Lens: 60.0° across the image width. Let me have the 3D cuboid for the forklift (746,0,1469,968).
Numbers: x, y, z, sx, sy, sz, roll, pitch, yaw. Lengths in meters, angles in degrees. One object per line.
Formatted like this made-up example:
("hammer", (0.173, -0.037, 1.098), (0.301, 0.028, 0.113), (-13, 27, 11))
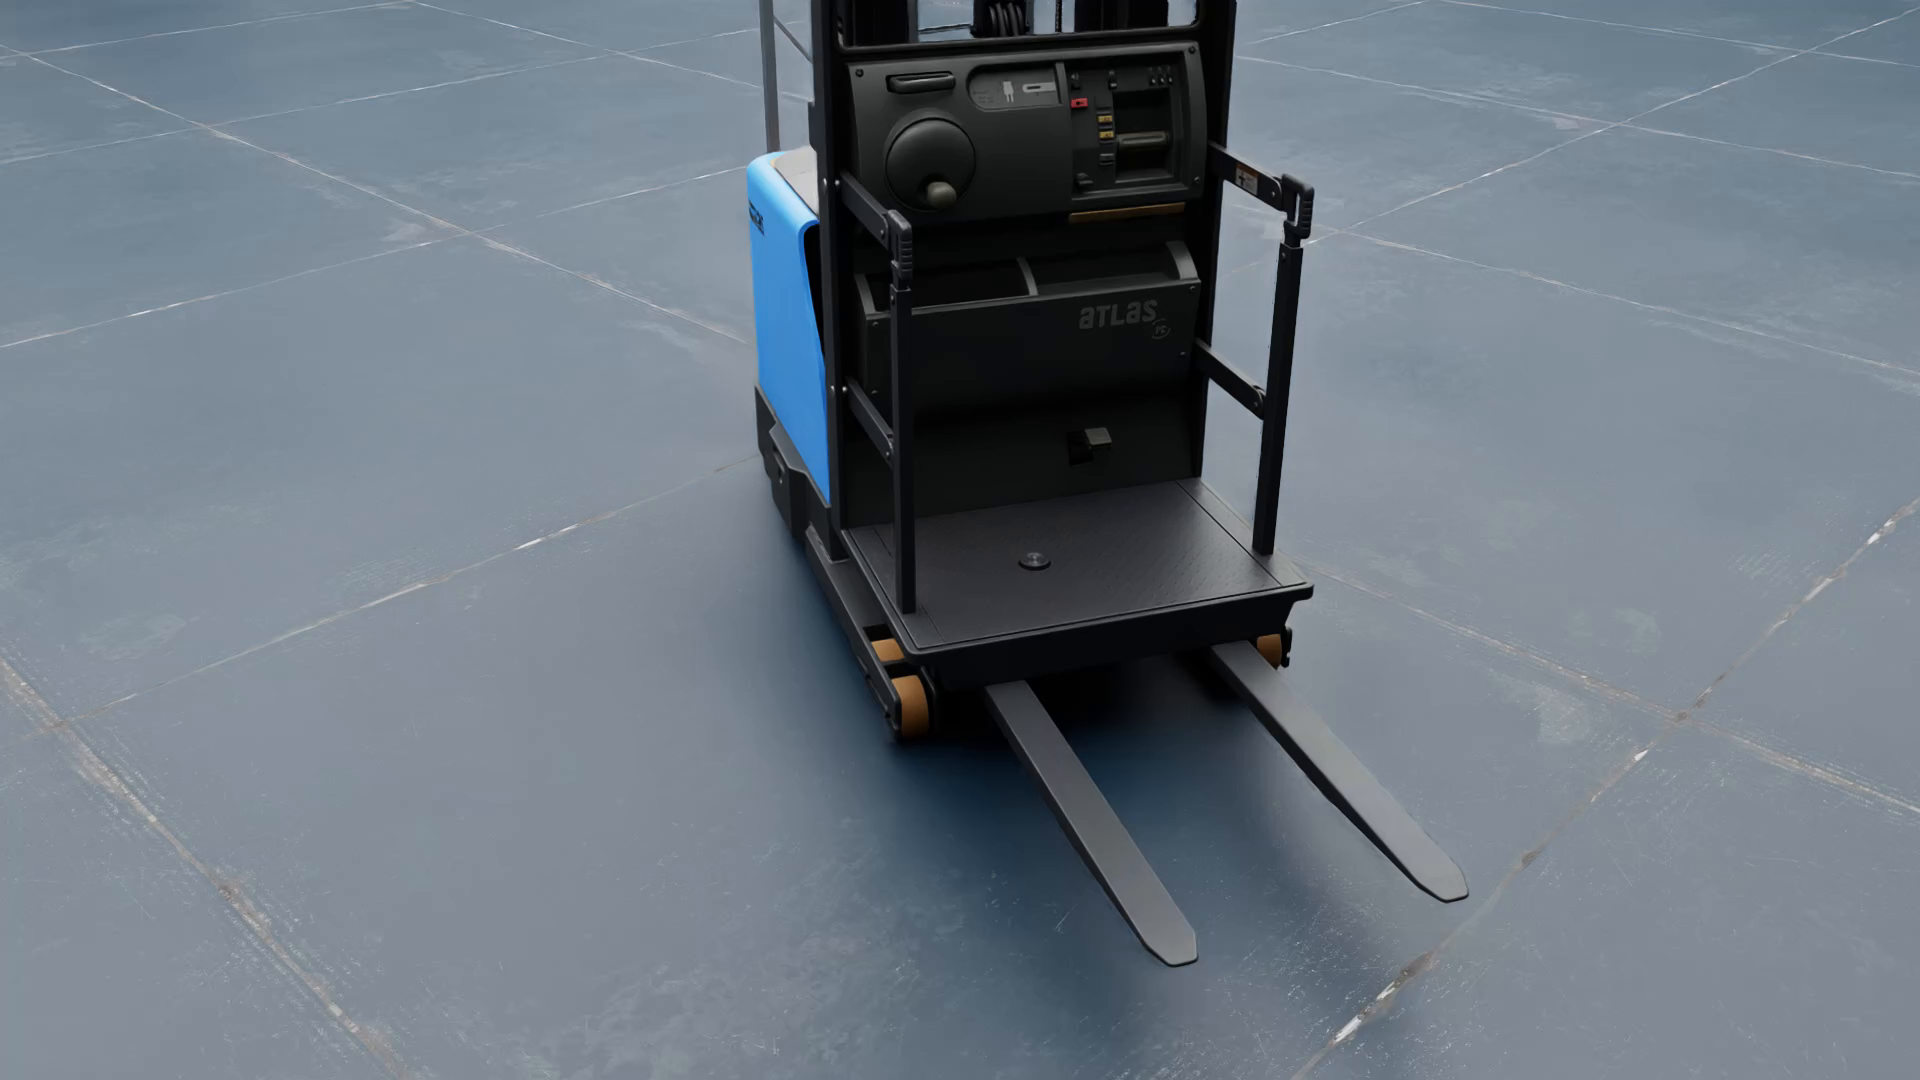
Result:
("forklift", (0.251, -0.995, 3.994), (1.130, 2.935, 3.031), (-9, 29, -16))

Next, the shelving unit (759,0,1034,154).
("shelving unit", (-0.254, -1.328, 6.164), (0.587, 1.500, 1.083), (-17, 32, -29))

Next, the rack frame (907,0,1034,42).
("rack frame", (0.029, -1.126, 5.781), (0.500, 1.500, 0.032), (-17, 32, -29))

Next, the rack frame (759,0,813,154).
("rack frame", (-0.526, -1.523, 6.534), (0.500, 1.500, 0.032), (-17, 32, -29))
